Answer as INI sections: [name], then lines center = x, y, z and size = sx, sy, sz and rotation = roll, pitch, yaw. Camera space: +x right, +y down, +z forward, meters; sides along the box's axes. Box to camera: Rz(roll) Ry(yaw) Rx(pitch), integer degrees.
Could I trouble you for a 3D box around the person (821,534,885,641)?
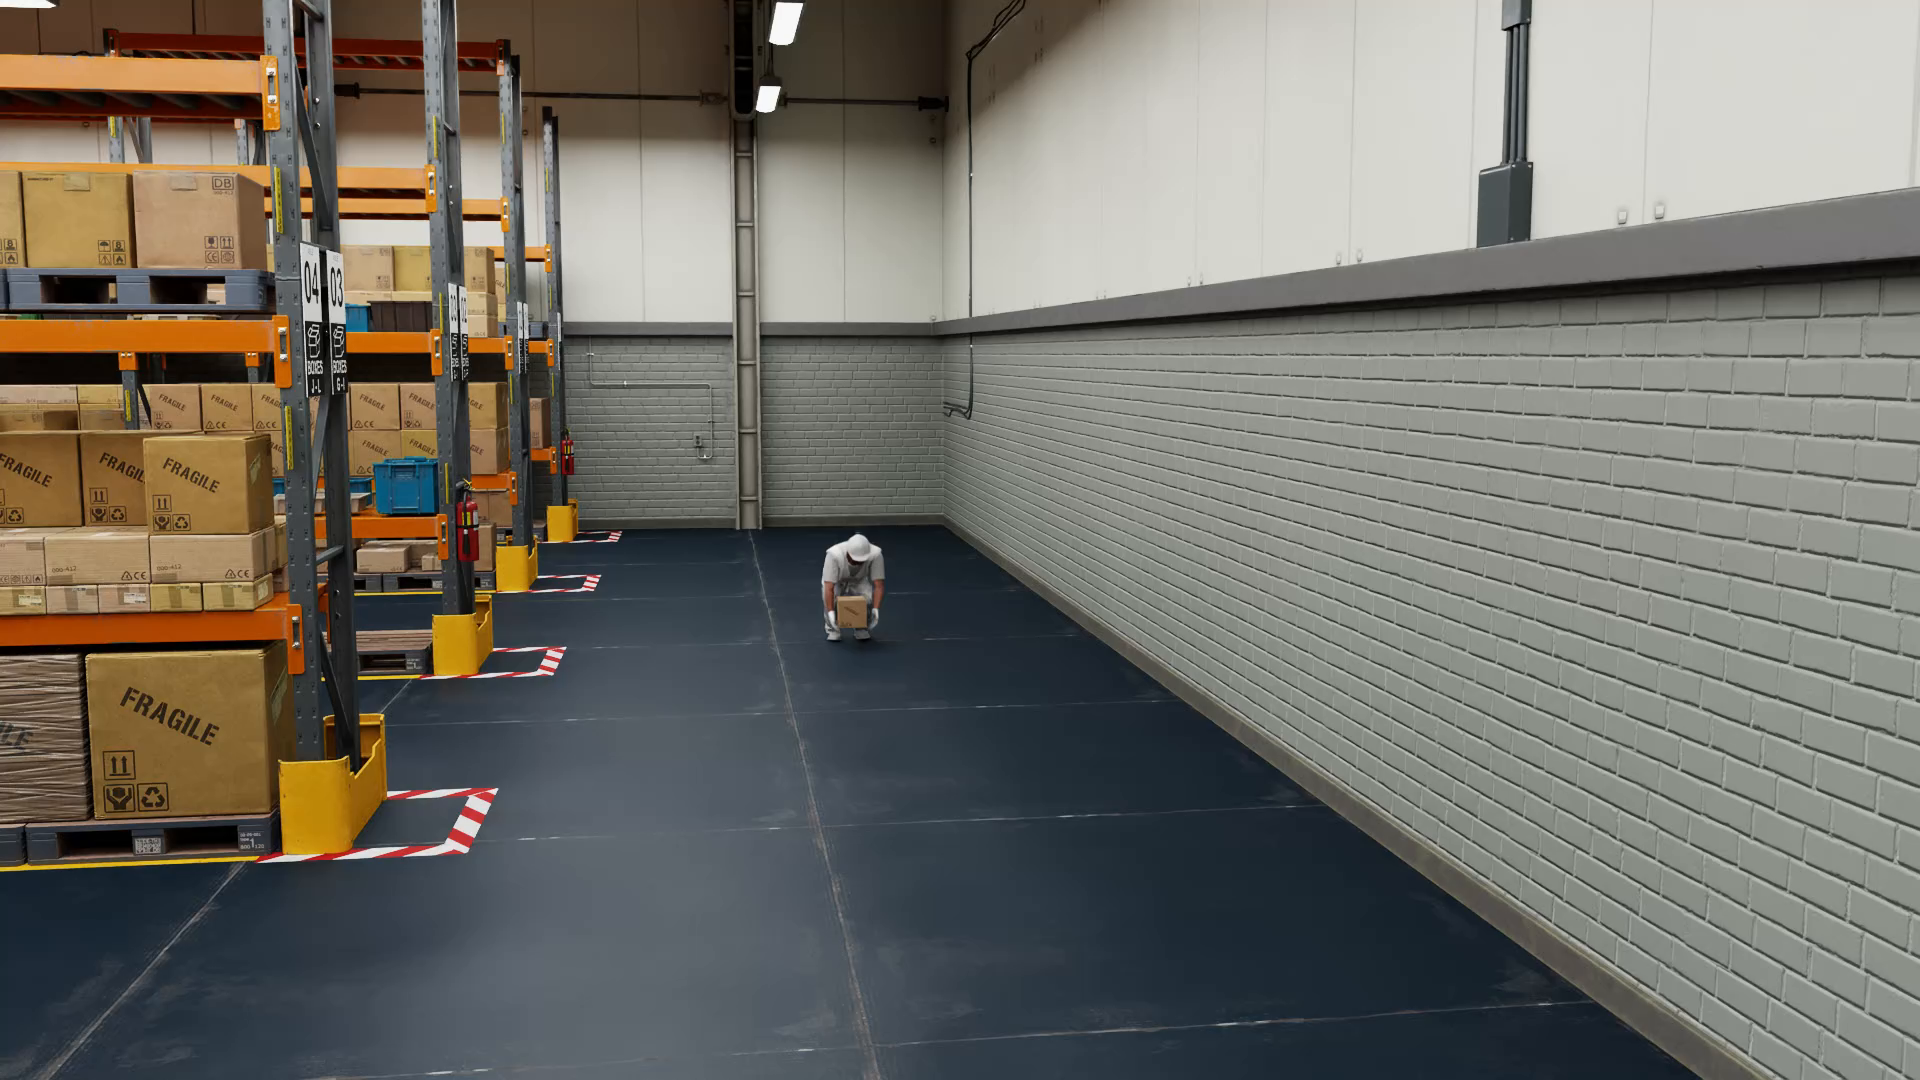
[person]
center = -0.987, 0.423, 15.274
size = 0.571, 1.025, 0.906
rotation = -1, 6, -9
